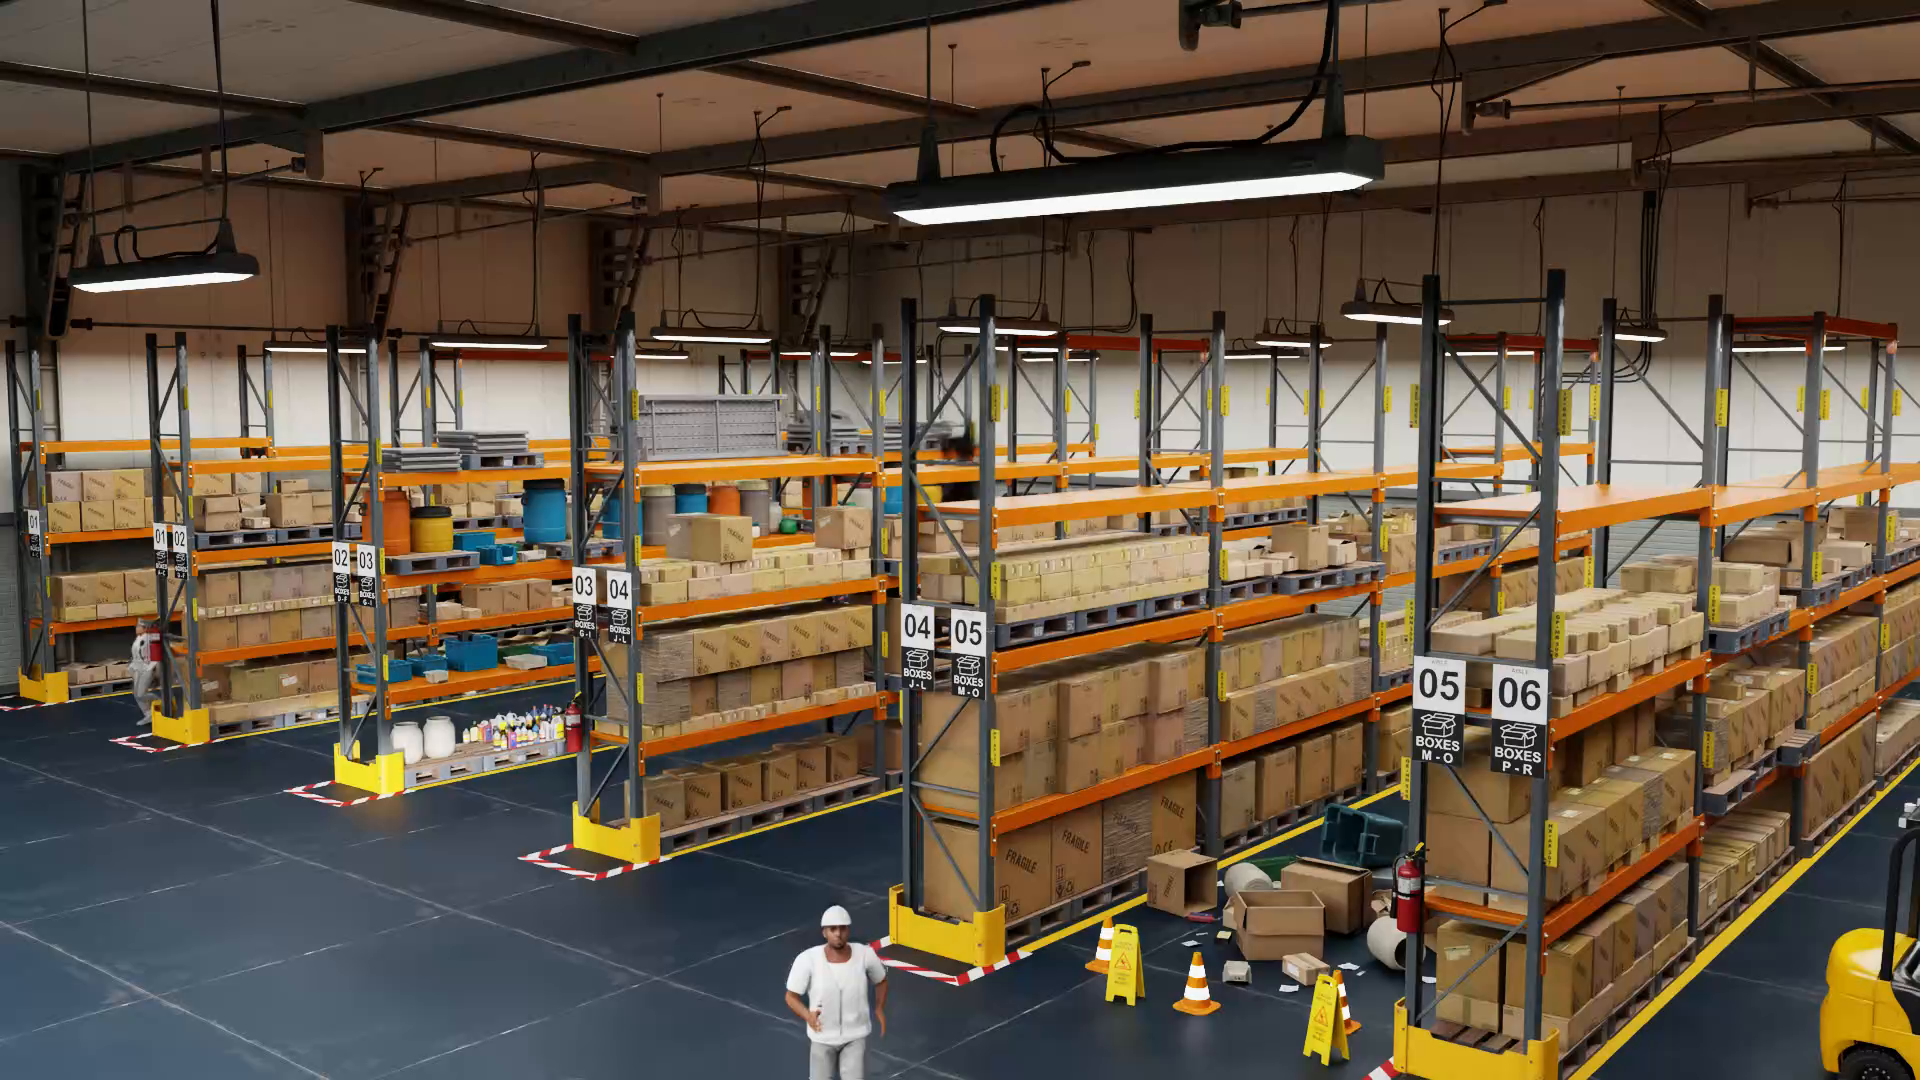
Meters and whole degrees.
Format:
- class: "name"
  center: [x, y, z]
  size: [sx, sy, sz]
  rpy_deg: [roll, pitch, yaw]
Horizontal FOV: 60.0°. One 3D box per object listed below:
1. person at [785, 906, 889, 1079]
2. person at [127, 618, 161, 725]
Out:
- class: "person"
  center: [-0.812, 3.304, 11.143]
  size: [0.712, 1.731, 0.795]
  rpy_deg: [-1, 5, -10]
- class: "person"
  center: [-12.619, 2.029, 25.810]
  size: [0.619, 1.662, 0.508]
  rpy_deg: [3, 6, 31]
